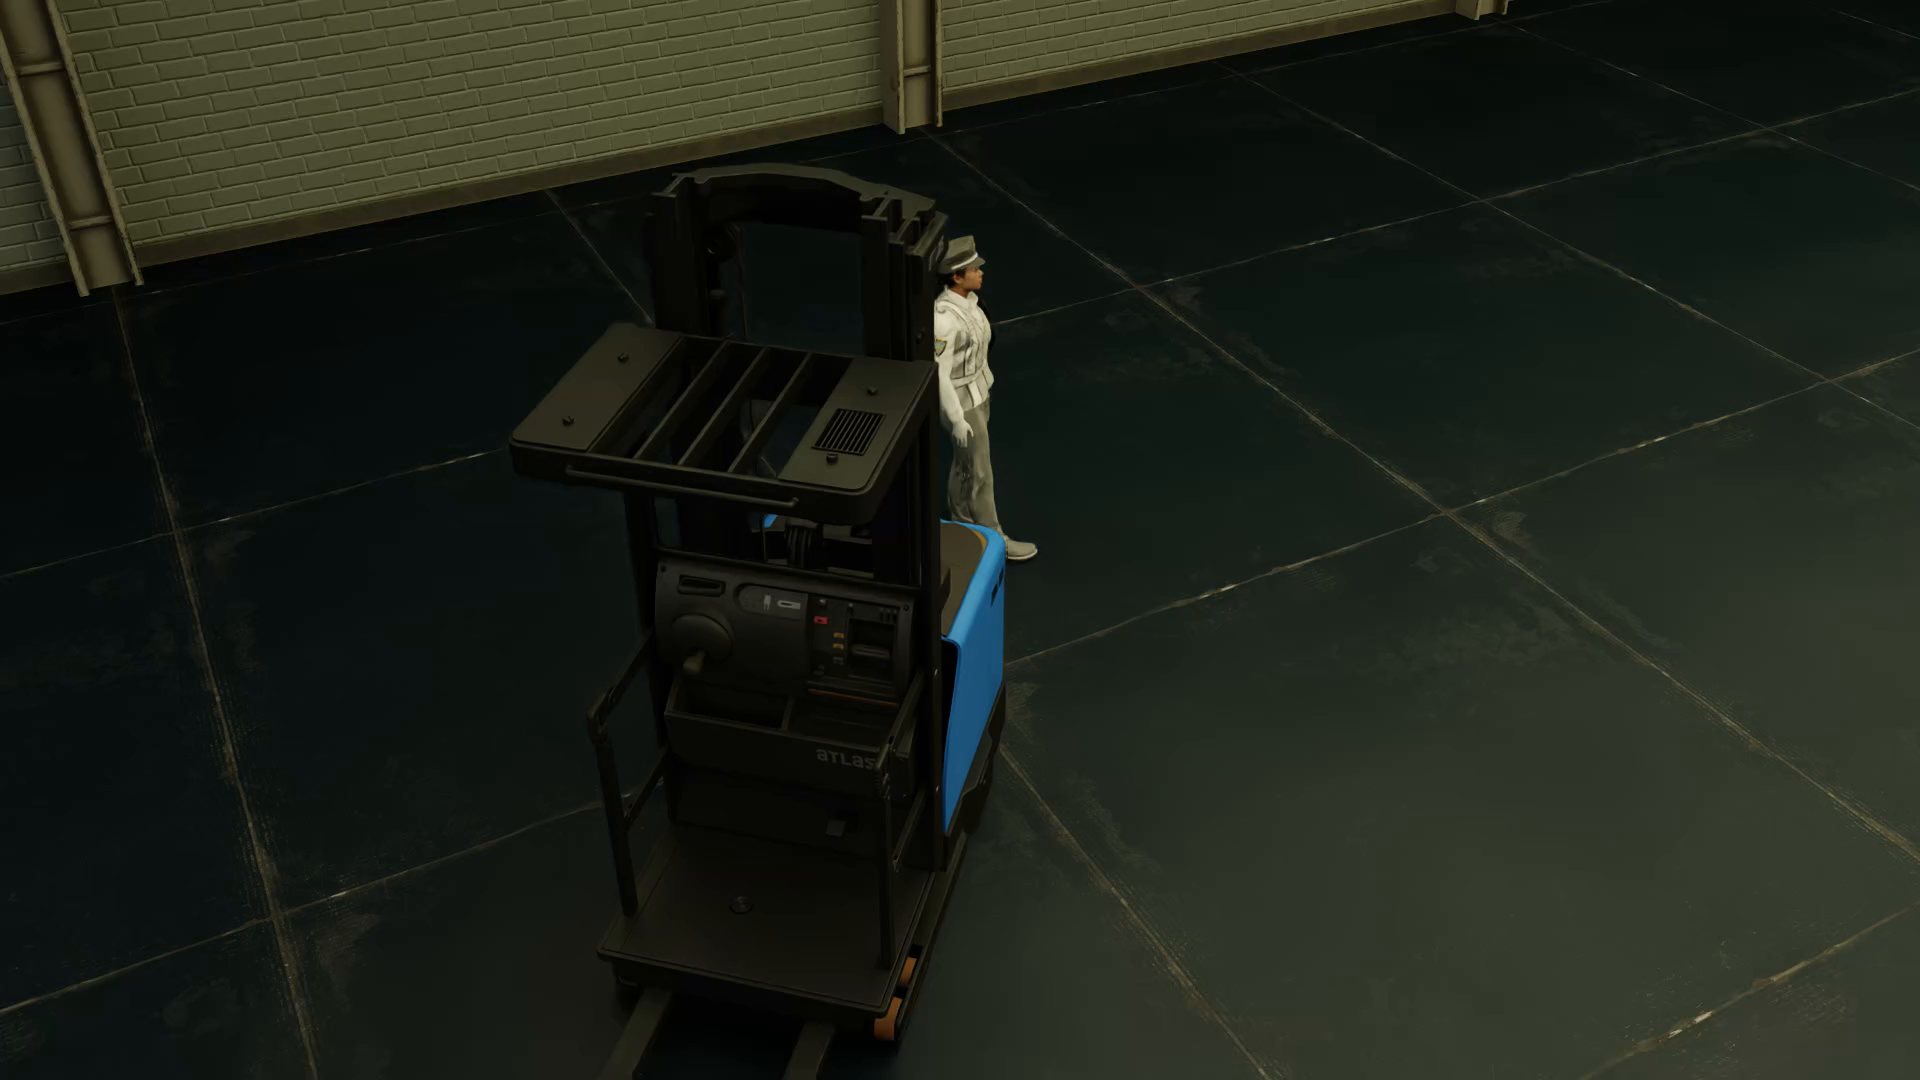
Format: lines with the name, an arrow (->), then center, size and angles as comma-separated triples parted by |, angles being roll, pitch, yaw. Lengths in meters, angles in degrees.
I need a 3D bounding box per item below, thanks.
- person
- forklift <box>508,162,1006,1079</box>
person -> 0.122, -0.673, 8.147 | 0.587, 1.691, 0.581 | 8, 36, 11
forklift -> -0.665, 0.383, 5.582 | 1.130, 2.935, 3.031 | 9, 36, 12
